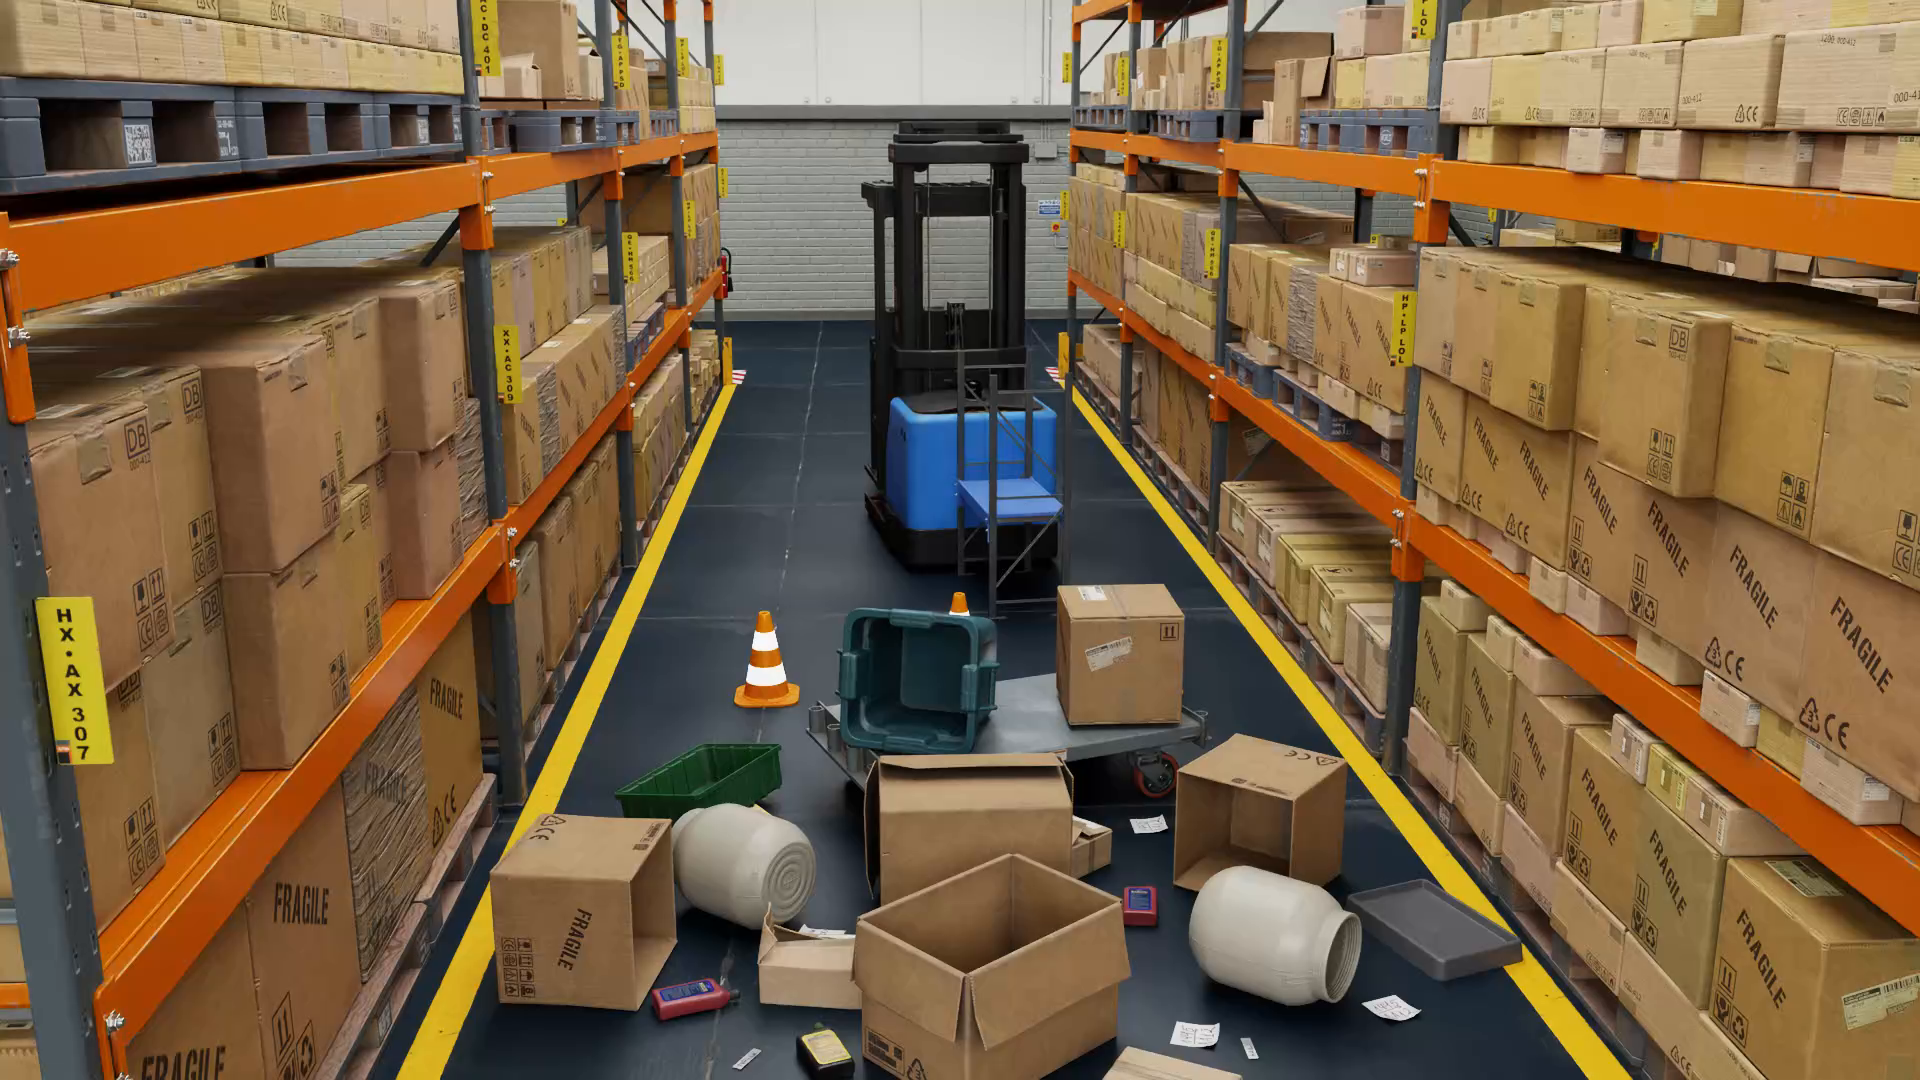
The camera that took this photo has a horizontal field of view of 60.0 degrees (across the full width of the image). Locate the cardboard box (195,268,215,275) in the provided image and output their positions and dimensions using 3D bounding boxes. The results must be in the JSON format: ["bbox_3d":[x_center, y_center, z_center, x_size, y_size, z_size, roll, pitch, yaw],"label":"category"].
[{"bbox_3d":[-7.751,-2.773,16.487,0.500,0.250,0.500,-1,14,-3],"label":"cardboard box"}]

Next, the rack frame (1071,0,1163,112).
[{"bbox_3d":[1.746,-6.258,18.291,1.000,3.000,0.127,-1,14,-3],"label":"rack frame"}]

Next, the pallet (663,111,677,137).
[{"bbox_3d":[-3.009,-3.463,13.824,1.213,0.211,1.003,-1,14,-3],"label":"pallet"}]

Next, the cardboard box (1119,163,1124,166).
[{"bbox_3d":[1.968,-4.114,18.485,0.380,0.149,0.250,-1,14,-3],"label":"cardboard box"}]

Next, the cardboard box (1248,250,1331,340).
[{"bbox_3d":[2.078,-1.514,10.251,0.500,0.500,0.500,0,14,-1],"label":"cardboard box"}]

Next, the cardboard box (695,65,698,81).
[{"bbox_3d":[-2.827,-4.670,16.633,0.380,0.149,0.250,-1,14,-2],"label":"cardboard box"}]

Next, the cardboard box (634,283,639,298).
[{"bbox_3d":[-2.591,-1.869,12.336,0.380,0.149,0.250,-1,14,-3],"label":"cardboard box"}]

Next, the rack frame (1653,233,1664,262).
[{"bbox_3d":[6.948,-2.436,15.473,1.000,3.000,0.127,-1,14,-3],"label":"rack frame"}]

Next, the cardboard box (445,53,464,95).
[{"bbox_3d":[-2.103,-1.764,6.304,0.380,0.149,0.250,-1,14,-4],"label":"cardboard box"}]

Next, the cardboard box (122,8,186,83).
[{"bbox_3d":[-1.930,-1.071,3.610,0.380,0.149,0.250,-1,14,-3],"label":"cardboard box"}]

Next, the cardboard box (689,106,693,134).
[{"bbox_3d":[-2.746,-3.880,15.369,0.500,0.250,0.500,-1,14,-4],"label":"cardboard box"}]

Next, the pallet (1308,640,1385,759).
[{"bbox_3d":[2.440,0.788,8.539,1.003,0.211,1.213,-1,14,-3],"label":"pallet"}]

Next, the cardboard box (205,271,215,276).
[{"bbox_3d":[-7.700,-2.615,16.673,0.380,0.149,0.250,-1,14,-2],"label":"cardboard box"}]

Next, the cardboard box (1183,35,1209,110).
[{"bbox_3d":[1.991,-3.311,11.812,0.700,0.500,0.500,-2,15,-6],"label":"cardboard box"}]

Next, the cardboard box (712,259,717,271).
[{"bbox_3d":[-2.886,-3.053,18.377,0.380,0.149,0.250,-1,14,-3],"label":"cardboard box"}]

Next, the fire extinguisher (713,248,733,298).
[{"bbox_3d":[-2.743,-3.103,18.971,0.296,0.674,0.183,-1,14,-3],"label":"fire extinguisher"}]

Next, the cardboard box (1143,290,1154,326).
[{"bbox_3d":[1.807,-1.916,13.753,0.500,0.250,0.500,-1,14,-4],"label":"cardboard box"}]

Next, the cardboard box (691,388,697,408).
[{"bbox_3d":[-2.644,-1.318,15.413,0.380,0.149,0.250,0,14,-1],"label":"cardboard box"}]

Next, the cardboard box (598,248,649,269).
[{"bbox_3d":[-2.641,-2.205,13.046,0.380,0.149,0.250,-2,15,-6],"label":"cardboard box"}]

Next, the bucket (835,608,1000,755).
[{"bbox_3d":[-0.135,0.580,7.270,0.726,0.611,0.620,4,5,16],"label":"bucket"}]

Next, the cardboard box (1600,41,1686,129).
[{"bbox_3d":[2.336,-1.401,5.134,0.500,0.250,0.500,-1,14,-3],"label":"cardboard box"}]

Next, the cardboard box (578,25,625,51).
[{"bbox_3d":[-2.475,-3.367,11.335,0.396,0.266,0.258,-1,14,-3],"label":"cardboard box"}]

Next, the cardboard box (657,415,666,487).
[{"bbox_3d":[-2.553,-0.687,12.851,0.500,0.500,0.500,-1,14,-5],"label":"cardboard box"}]

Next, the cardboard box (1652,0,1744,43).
[{"bbox_3d":[2.293,-1.551,4.920,0.380,0.149,0.250,-1,14,-2],"label":"cardboard box"}]

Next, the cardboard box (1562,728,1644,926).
[{"bbox_3d":[2.367,0.941,5.521,0.500,0.500,0.500,-1,14,-5],"label":"cardboard box"}]

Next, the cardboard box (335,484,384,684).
[{"bbox_3d":[-2.305,0.155,5.104,0.875,0.550,0.500,-1,14,-3],"label":"cardboard box"}]

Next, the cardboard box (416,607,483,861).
[{"bbox_3d":[-2.476,0.716,6.645,0.875,0.875,0.875,-1,14,-3],"label":"cardboard box"}]

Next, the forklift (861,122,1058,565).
[{"bbox_3d":[-0.119,-1.574,12.260,1.130,2.935,3.031,-3,15,-11],"label":"forklift"}]

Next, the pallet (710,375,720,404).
[{"bbox_3d":[-3.169,-1.679,18.130,1.003,0.211,1.213,-1,14,-3],"label":"pallet"}]

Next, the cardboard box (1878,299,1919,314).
[{"bbox_3d":[6.772,-1.680,12.198,0.380,0.149,0.250,-1,14,-2],"label":"cardboard box"}]

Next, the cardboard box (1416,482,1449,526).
[{"bbox_3d":[2.189,-0.164,7.147,0.380,0.149,0.250,-1,14,-4],"label":"cardboard box"}]

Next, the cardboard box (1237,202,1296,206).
[{"bbox_3d":[2.370,-2.400,13.128,0.500,0.500,0.500,-1,14,-3],"label":"cardboard box"}]

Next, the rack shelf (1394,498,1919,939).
[{"bbox_3d":[2.613,0.477,5.595,1.077,0.370,4.000,-1,14,-3],"label":"rack shelf"}]

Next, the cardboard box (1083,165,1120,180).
[{"bbox_3d":[1.515,-3.912,17.700,0.380,0.149,0.250,-1,14,-5],"label":"cardboard box"}]

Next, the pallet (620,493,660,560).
[{"bbox_3d":[-2.740,-0.106,12.014,1.003,0.211,1.213,-1,14,-3],"label":"pallet"}]

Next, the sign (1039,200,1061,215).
[{"bbox_3d":[1.321,-4.900,24.510,0.327,0.218,0.001,-1,14,-3],"label":"sign"}]

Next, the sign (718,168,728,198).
[{"bbox_3d":[-2.633,-3.969,18.474,0.100,0.325,0.005,-1,14,-3],"label":"sign"}]

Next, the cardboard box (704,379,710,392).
[{"bbox_3d":[-2.797,-1.625,17.201,0.380,0.149,0.250,-1,14,-2],"label":"cardboard box"}]

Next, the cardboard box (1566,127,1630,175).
[{"bbox_3d":[2.256,-1.296,5.529,0.380,0.149,0.250,-1,14,-5],"label":"cardboard box"}]

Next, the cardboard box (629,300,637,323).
[{"bbox_3d":[-2.571,-1.659,12.115,0.380,0.149,0.250,0,14,-1],"label":"cardboard box"}]

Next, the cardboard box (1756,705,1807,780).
[{"bbox_3d":[2.380,0.533,4.440,0.380,0.149,0.250,-1,14,-4],"label":"cardboard box"}]

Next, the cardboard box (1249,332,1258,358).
[{"bbox_3d":[2.031,-1.222,10.417,0.380,0.149,0.250,-2,15,-7],"label":"cardboard box"}]

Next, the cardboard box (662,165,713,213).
[{"bbox_3d":[-2.880,-3.692,17.552,0.500,0.500,0.500,-1,14,-5],"label":"cardboard box"}]

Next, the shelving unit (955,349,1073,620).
[{"bbox_3d":[0.326,-0.379,10.488,0.538,1.500,1.048,-3,15,-11],"label":"shelving unit"}]

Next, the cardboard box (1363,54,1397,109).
[{"bbox_3d":[2.282,-2.221,8.077,0.500,0.250,0.500,-1,14,-3],"label":"cardboard box"}]

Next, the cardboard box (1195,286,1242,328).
[{"bbox_3d":[1.958,-1.649,11.715,0.500,0.250,0.500,-1,14,-4],"label":"cardboard box"}]

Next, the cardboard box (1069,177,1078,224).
[{"bbox_3d":[1.491,-3.762,18.420,0.500,0.500,0.500,-1,14,-5],"label":"cardboard box"}]

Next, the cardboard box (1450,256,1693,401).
[{"bbox_3d":[2.310,-0.805,6.332,0.700,0.500,0.500,-1,14,-3],"label":"cardboard box"}]

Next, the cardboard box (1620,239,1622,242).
[{"bbox_3d":[7.082,-3.010,17.410,0.500,0.250,0.500,-1,14,-4],"label":"cardboard box"}]

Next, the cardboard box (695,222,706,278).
[{"bbox_3d":[-2.753,-2.825,16.188,0.500,0.500,0.500,-1,14,-5],"label":"cardboard box"}]

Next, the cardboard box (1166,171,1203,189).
[{"bbox_3d":[2.143,-3.414,15.766,0.380,0.149,0.250,-1,14,-4],"label":"cardboard box"}]

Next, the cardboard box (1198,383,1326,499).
[{"bbox_3d":[2.282,-0.711,12.190,0.875,0.875,0.875,-1,14,-4],"label":"cardboard box"}]

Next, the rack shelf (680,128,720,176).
[{"bbox_3d":[-3.064,-3.858,16.426,1.077,0.370,4.000,-1,14,-3],"label":"rack shelf"}]

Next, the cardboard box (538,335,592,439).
[{"bbox_3d":[-2.300,-0.827,9.018,0.500,0.500,0.500,-1,14,-3],"label":"cardboard box"}]

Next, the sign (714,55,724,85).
[{"bbox_3d":[-2.633,-5.136,18.173,0.100,0.325,0.005,-1,14,-3],"label":"sign"}]
